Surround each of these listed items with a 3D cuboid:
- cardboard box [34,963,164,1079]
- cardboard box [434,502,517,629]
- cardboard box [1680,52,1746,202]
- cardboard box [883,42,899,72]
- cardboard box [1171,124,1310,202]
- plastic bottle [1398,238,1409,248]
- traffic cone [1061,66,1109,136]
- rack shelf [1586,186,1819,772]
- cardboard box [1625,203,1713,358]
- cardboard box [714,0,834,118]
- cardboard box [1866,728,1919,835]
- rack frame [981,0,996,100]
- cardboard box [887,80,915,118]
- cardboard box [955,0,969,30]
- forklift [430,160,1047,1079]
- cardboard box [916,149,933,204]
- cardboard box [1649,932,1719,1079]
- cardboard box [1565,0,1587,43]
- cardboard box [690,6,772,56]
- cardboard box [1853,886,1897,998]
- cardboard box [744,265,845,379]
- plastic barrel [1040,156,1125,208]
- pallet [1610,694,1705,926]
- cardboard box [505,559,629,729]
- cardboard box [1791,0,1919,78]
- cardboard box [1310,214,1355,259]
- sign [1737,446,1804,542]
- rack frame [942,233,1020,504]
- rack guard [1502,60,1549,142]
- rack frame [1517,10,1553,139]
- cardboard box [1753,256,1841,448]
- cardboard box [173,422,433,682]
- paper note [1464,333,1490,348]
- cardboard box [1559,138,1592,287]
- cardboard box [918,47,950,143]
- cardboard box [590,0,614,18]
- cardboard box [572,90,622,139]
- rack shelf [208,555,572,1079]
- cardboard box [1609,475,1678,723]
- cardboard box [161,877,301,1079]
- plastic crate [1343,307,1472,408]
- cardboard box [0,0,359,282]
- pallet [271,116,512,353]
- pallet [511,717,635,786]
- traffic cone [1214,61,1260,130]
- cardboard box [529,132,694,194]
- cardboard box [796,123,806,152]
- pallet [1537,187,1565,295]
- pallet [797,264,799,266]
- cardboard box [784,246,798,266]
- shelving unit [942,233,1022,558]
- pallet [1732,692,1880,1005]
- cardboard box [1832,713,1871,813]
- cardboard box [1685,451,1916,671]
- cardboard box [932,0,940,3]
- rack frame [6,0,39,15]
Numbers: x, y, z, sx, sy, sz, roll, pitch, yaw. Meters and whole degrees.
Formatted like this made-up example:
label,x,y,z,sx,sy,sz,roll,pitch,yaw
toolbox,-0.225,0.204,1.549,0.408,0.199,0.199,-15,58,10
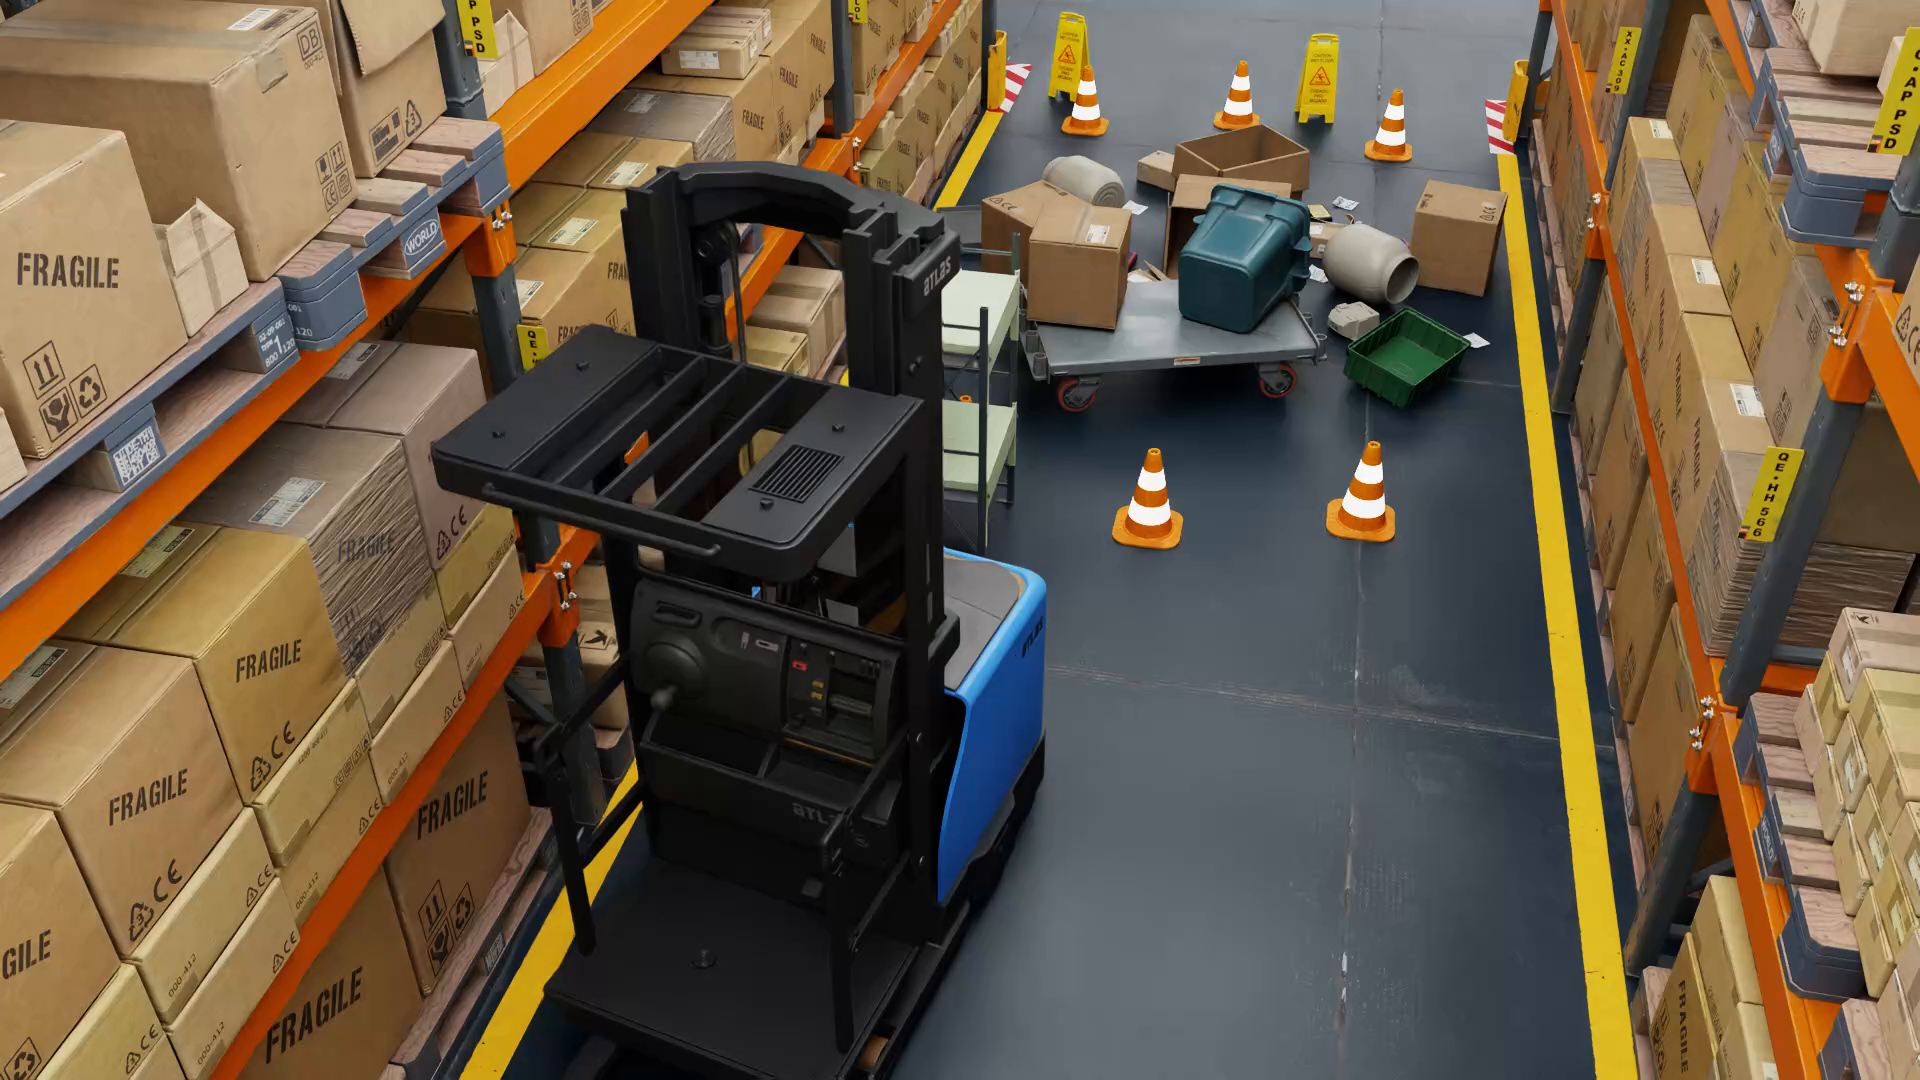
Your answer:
label,x,y,z,sx,sy,sz,roll,pitch,yaw
cardboard box,-2.199,1.189,3.756,0.500,0.250,0.500,8,37,11
cardboard box,-1.787,0.010,5.382,0.500,0.250,0.500,7,37,10
cardboard box,3.571,-1.753,7.176,0.700,0.500,0.500,7,36,9
cardboard box,-0.580,-2.934,9.957,0.380,0.149,0.250,8,37,11
cardboard box,1.875,-2.409,11.145,0.797,0.503,0.637,-17,39,-22
plastic bottle,2.774,-1.909,10.832,0.283,0.061,0.133,-5,36,-6
traffic cone,0.945,-3.309,12.421,0.336,0.463,0.334,7,37,10
rack shelf,3.352,-0.450,6.929,1.077,0.370,4.000,7,37,10
cardboard box,3.188,-1.085,7.106,0.500,0.500,0.500,7,37,10
cardboard box,-0.952,-2.488,8.431,0.500,0.500,0.500,7,36,9
cardboard box,2.526,0.631,4.173,0.380,0.149,0.250,7,37,10
rack frame,-0.223,-4.744,12.240,1.000,3.000,0.127,7,37,10
cardboard box,-0.495,-2.737,10.264,0.380,0.149,0.250,9,37,12
cardboard box,-0.153,-3.656,11.532,0.380,0.149,0.250,8,37,11
forklift,-0.715,0.484,5.085,1.130,2.935,3.031,15,38,19
cardboard box,-0.474,-2.424,11.024,0.500,0.250,0.500,7,36,9
cardboard box,2.525,1.621,5.230,0.500,0.500,0.500,6,36,8
cardboard box,4.261,-3.401,10.258,0.875,0.550,0.550,7,37,10
cardboard box,-1.090,-2.355,7.694,0.380,0.149,0.250,6,36,9
cardboard box,2.462,1.031,4.127,0.380,0.149,0.250,9,37,12
cardboard box,-1.187,-1.256,9.308,0.950,0.372,0.625,8,37,11
plastic barrel,0.814,-2.327,11.100,0.421,0.421,0.512,-24,42,-30
pallet,3.167,1.091,6.564,1.003,0.211,1.213,7,37,10
cardboard box,-1.802,0.414,7.005,0.950,0.372,0.625,5,36,7
cardboard box,2.855,-1.621,5.007,0.500,0.311,0.500,7,37,10
cardboard box,2.347,-1.998,10.780,0.396,0.266,0.258,14,38,18
sign,2.382,-0.132,4.889,0.100,0.325,0.005,7,37,10
rack frame,0.080,-0.821,8.105,0.400,1.500,0.023,7,37,10
rack guard,4.639,-3.183,12.216,1.175,0.500,0.348,7,37,10
rack frame,4.634,-4.182,11.463,1.000,3.000,0.127,7,37,10
cardboard box,3.138,-0.587,5.566,0.700,0.500,0.500,7,36,9
cardboard box,-1.889,0.021,4.727,0.500,0.500,0.500,8,37,11
paper note,3.039,-1.185,9.859,0.147,0.020,0.142,-17,39,-22
cardboard box,4.171,-2.067,9.999,0.875,0.875,0.875,8,37,10
cardboard box,-0.363,-3.024,11.213,0.500,0.500,0.500,6,36,9
cardboard box,-1.634,-2.292,6.212,0.797,0.503,0.637,7,37,10
cardboard box,-1.783,-1.684,7.321,0.500,0.500,0.500,6,36,8
rack shelf,-2.359,1.280,4.541,1.077,0.370,4.000,7,37,10
cardboard box,3.327,0.306,6.831,1.050,0.750,0.750,8,37,11
cardboard box,-2.085,1.103,4.300,0.500,0.250,0.500,7,36,9
plastic crate,2.537,-1.037,9.472,0.450,0.188,0.662,36,48,26
cardboard box,-1.958,-0.991,4.063,0.700,0.500,0.500,6,36,8
pallet,-2.018,-0.920,4.568,1.213,0.211,1.003,9,37,12
pallet,-1.764,0.524,7.348,1.003,0.211,1.213,7,37,10
traffic cone,2.102,-3.364,12.498,0.336,0.463,0.334,7,37,10
cardboard box,-1.399,-1.323,6.822,0.500,0.500,0.500,8,37,11
cardboard box,-0.992,-2.041,8.366,0.380,0.149,0.250,6,36,9
pallet,4.277,-1.887,10.674,1.003,0.211,1.213,7,37,10
pallet,-0.969,-1.711,10.431,1.003,0.211,1.213,7,37,10
cardboard box,-1.214,-1.880,10.273,0.500,0.250,0.500,9,37,12
shelving unit,0.001,-0.611,7.815,0.431,1.500,0.755,7,37,10
pallet,2.877,0.904,4.610,1.213,0.211,1.003,7,37,10
cardboard box,2.570,0.624,4.436,0.380,0.149,0.250,9,37,12
cardboard box,2.759,0.072,5.509,0.500,0.500,0.500,7,37,10
cardboard box,-0.299,-3.659,10.957,0.380,0.149,0.250,7,37,9
rack frame,-5.928,-3.071,9.931,1.000,3.000,0.127,7,37,10
